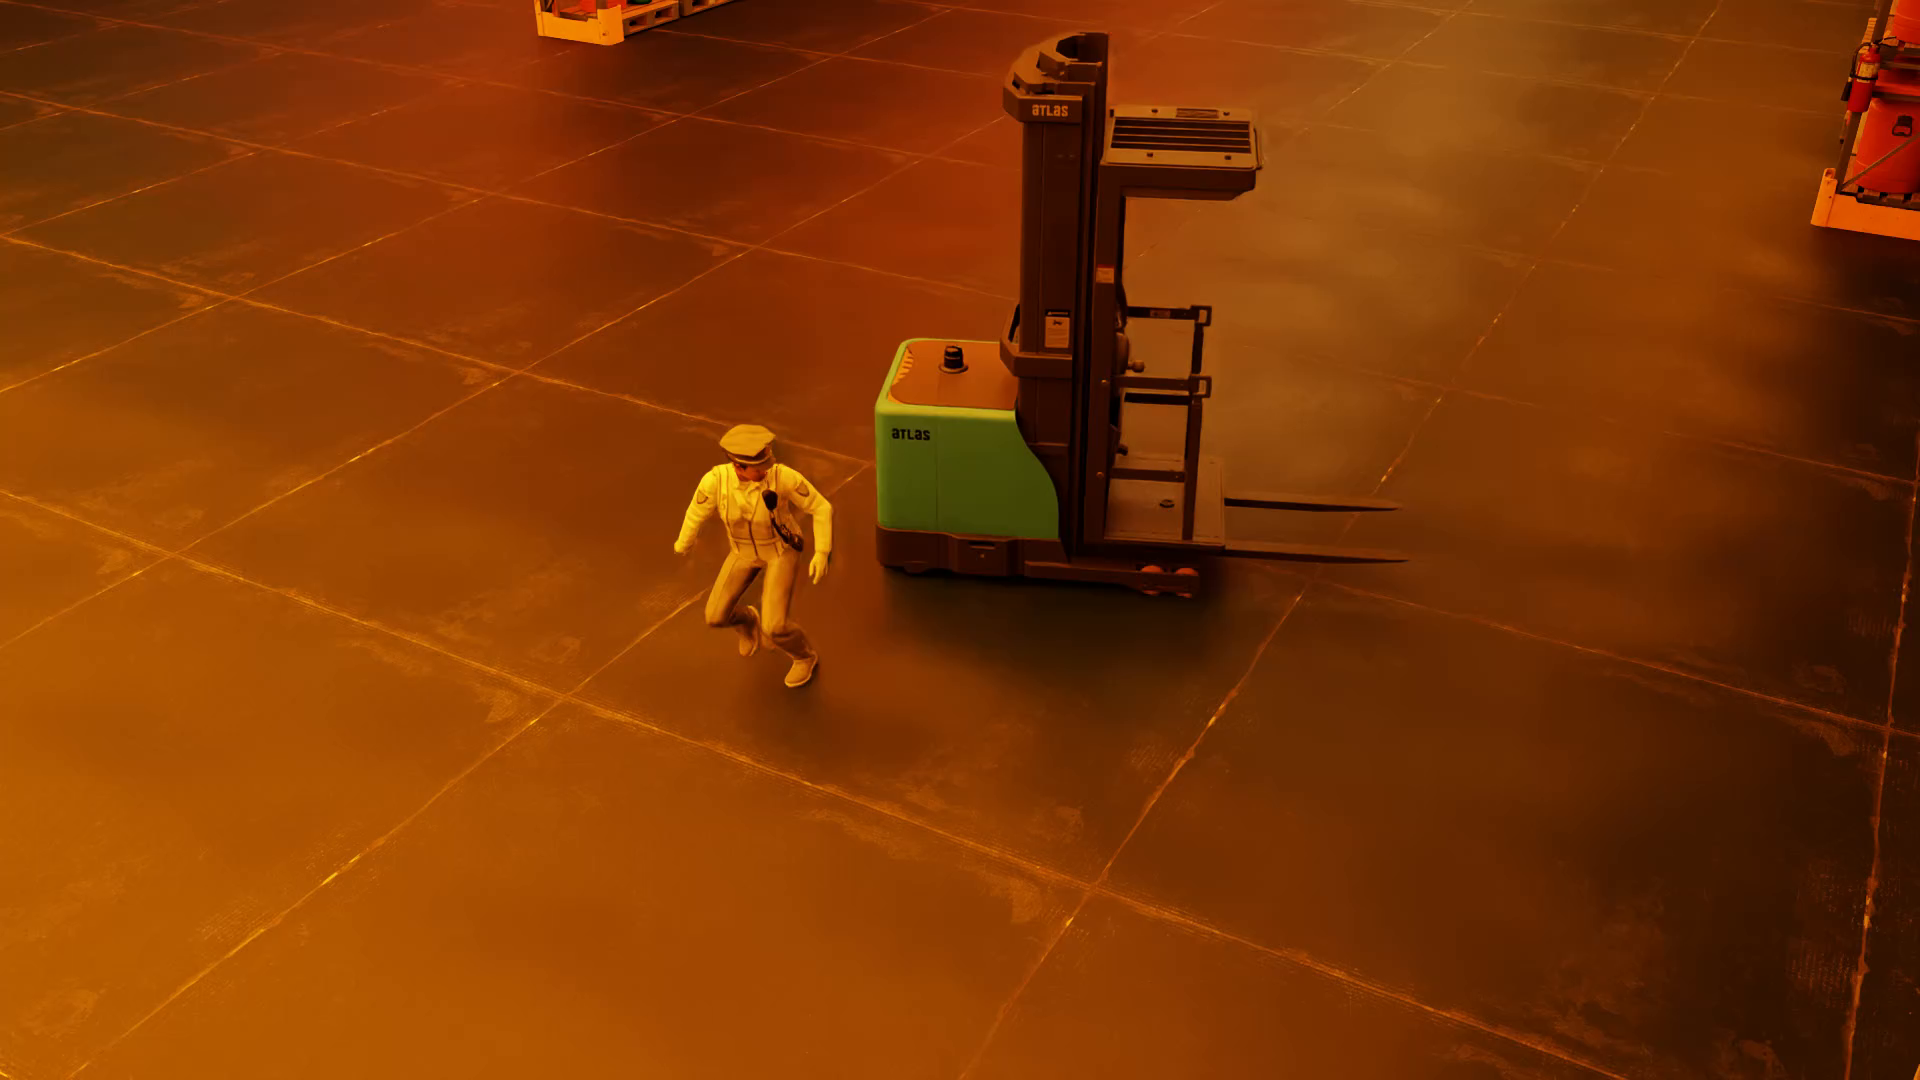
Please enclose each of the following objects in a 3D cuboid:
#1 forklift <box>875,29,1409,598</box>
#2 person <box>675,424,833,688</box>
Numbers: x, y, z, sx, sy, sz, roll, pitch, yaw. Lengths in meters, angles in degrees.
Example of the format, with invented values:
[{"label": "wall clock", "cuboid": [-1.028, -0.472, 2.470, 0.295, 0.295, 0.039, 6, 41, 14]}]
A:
[{"label": "forklift", "cuboid": [1.070, -1.226, 9.195, 3.031, 2.935, 1.130, 4, 30, 6]}, {"label": "person", "cuboid": [-1.060, 0.068, 8.442, 0.893, 1.509, 0.523, 7, 31, 11]}]
